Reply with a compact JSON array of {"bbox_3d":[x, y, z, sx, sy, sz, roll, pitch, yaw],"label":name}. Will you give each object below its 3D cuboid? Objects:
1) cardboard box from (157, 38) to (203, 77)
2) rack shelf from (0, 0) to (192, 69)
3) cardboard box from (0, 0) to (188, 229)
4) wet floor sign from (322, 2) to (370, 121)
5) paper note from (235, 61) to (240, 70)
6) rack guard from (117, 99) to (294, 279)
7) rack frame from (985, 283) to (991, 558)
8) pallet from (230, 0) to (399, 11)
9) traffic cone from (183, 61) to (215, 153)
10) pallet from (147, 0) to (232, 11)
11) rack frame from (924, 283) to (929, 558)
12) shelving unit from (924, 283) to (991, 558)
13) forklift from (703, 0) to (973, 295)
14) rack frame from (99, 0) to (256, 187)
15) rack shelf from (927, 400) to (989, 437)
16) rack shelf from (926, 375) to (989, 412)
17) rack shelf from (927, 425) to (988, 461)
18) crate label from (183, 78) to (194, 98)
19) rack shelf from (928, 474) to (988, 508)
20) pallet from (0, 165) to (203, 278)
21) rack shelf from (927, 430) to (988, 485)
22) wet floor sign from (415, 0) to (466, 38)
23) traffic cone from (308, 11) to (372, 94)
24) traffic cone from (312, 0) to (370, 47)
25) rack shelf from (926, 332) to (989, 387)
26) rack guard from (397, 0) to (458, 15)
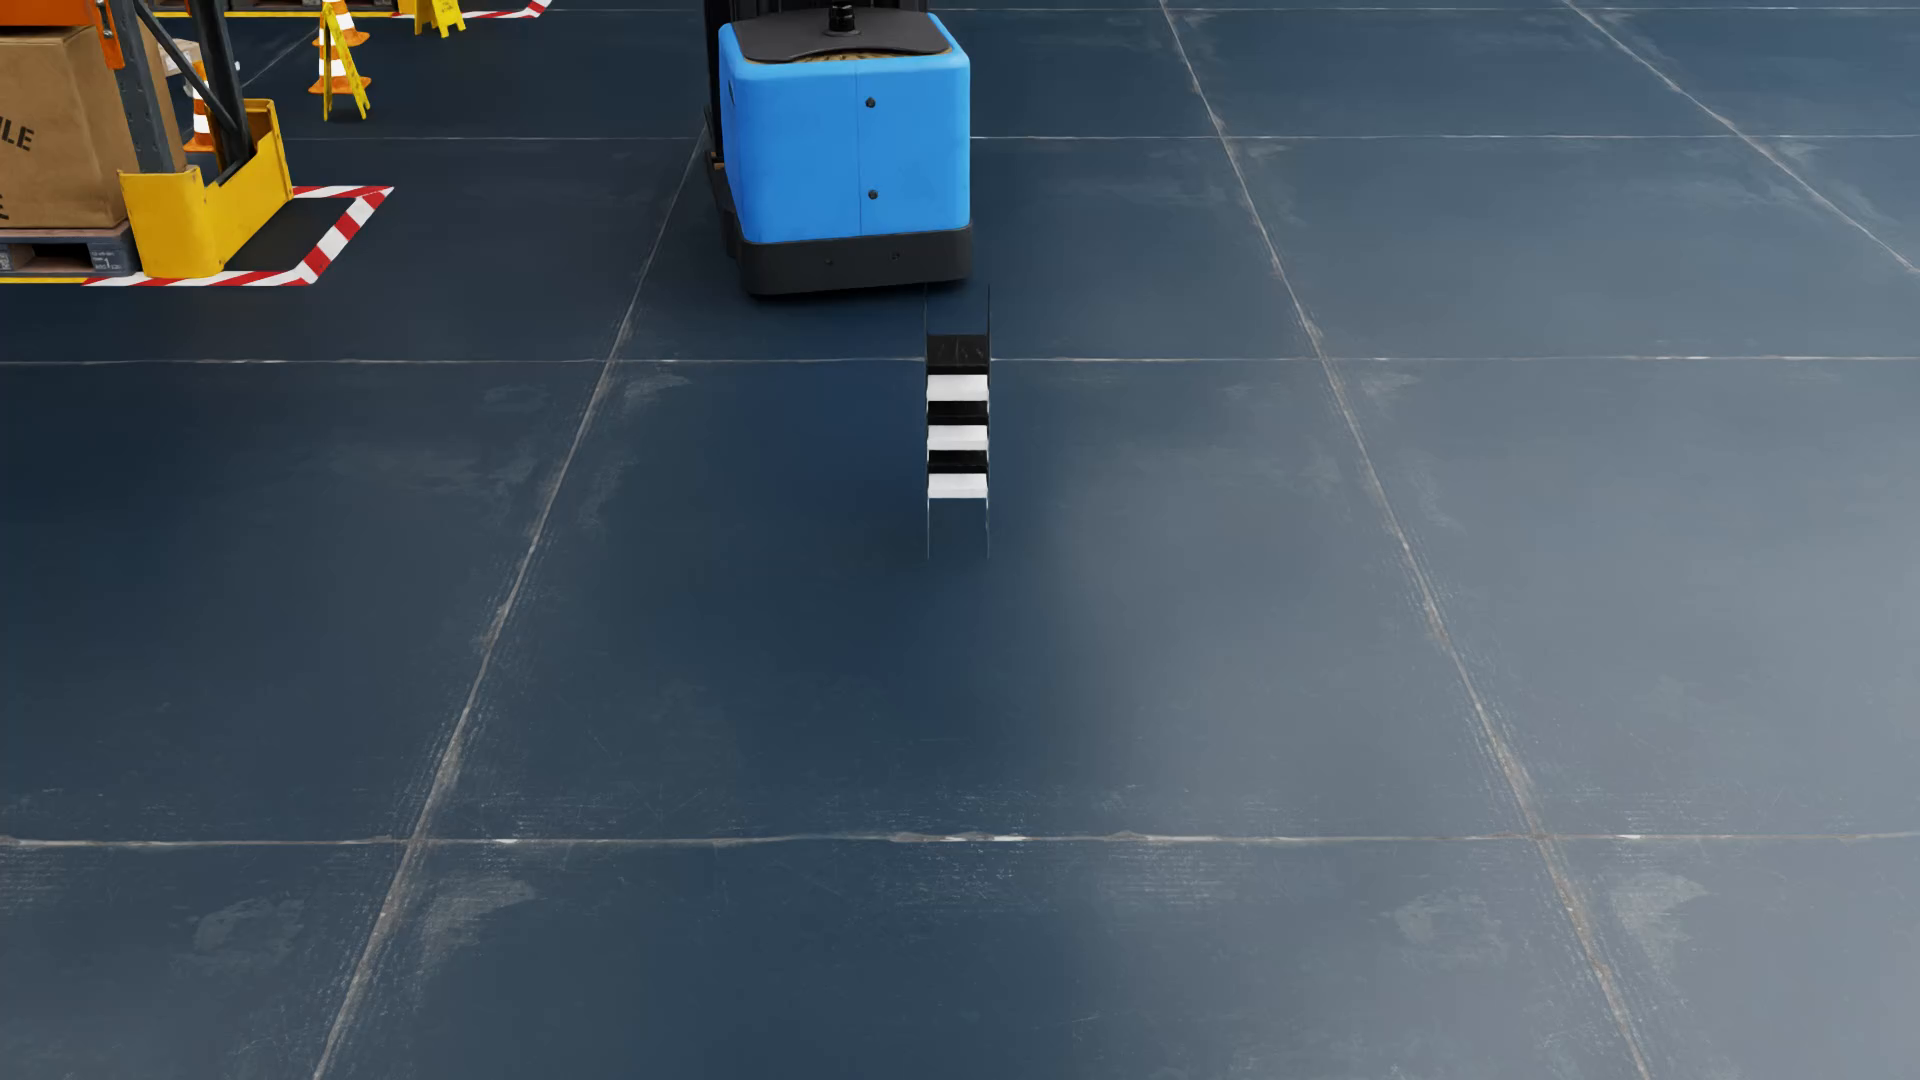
[{"bbox_3d":[-5.113,-3.104,10.722,0.250,0.149,0.380,16,35,25],"label":"cardboard box"},{"bbox_3d":[-5.684,-2.493,7.661,4.000,0.370,1.077,0,31,0],"label":"rack shelf"},{"bbox_3d":[-4.362,-2.042,7.867,0.875,0.875,0.875,0,31,0],"label":"cardboard box"},{"bbox_3d":[-3.667,-2.828,9.788,0.232,0.644,0.267,-5,32,-9],"label":"wet floor sign"},{"bbox_3d":[-4.748,-3.069,10.780,0.142,0.019,0.148,-11,33,-17],"label":"paper note"},{"bbox_3d":[-3.660,-1.738,8.133,0.348,0.500,1.175,0,31,0],"label":"rack guard"},{"bbox_3d":[0.094,-0.385,5.517,0.006,0.900,0.240,0,31,0],"label":"rack frame"},{"bbox_3d":[-4.704,-4.198,12.465,1.213,0.211,1.003,0,31,0],"label":"pallet"},{"bbox_3d":[-4.224,-2.457,9.354,0.334,0.463,0.336,0,31,0],"label":"traffic cone"},{"bbox_3d":[-5.921,-4.195,12.461,1.213,0.211,1.003,0,31,0],"label":"pallet"},{"bbox_3d":[-0.110,-0.384,5.516,0.006,0.900,0.240,0,31,0],"label":"rack frame"},{"bbox_3d":[-0.008,-0.385,5.517,0.210,0.900,0.258,0,31,0],"label":"shelving unit"},{"bbox_3d":[-0.746,-3.096,8.027,1.130,2.935,3.031,-6,32,-10],"label":"forklift"},{"bbox_3d":[-3.684,-2.807,7.485,0.127,3.000,1.000,0,31,0],"label":"rack frame"},{"bbox_3d":[-0.008,-0.433,5.487,0.200,0.077,0.258,0,31,0],"label":"rack shelf"},{"bbox_3d":[-0.008,-0.510,5.440,0.200,0.077,0.258,0,31,0],"label":"rack shelf"},{"bbox_3d":[-0.008,-0.356,5.534,0.200,0.077,0.258,0,31,0],"label":"rack shelf"},{"bbox_3d":[-4.676,-2.871,10.349,0.298,0.136,0.250,-17,35,-26],"label":"crate label"},{"bbox_3d":[-0.008,-0.202,5.627,0.200,0.077,0.258,0,31,0],"label":"rack shelf"},{"bbox_3d":[-4.483,-1.572,8.137,1.213,0.211,1.003,0,31,0],"label":"pallet"},{"bbox_3d":[-0.008,-0.279,5.581,0.200,0.077,0.258,0,31,0],"label":"rack shelf"},{"bbox_3d":[-3.619,-3.813,11.413,0.232,0.644,0.267,10,33,17],"label":"wet floor sign"},{"bbox_3d":[-3.891,-3.045,10.322,0.334,0.463,0.336,0,31,0],"label":"traffic cone"},{"bbox_3d":[-4.237,-3.619,11.269,0.334,0.463,0.336,0,31,0],"label":"traffic cone"},{"bbox_3d":[-0.008,-0.587,5.394,0.200,0.077,0.258,0,31,0],"label":"rack shelf"},{"bbox_3d":[-3.891,-4.305,12.364,0.348,0.500,1.175,0,31,0],"label":"rack guard"}]
